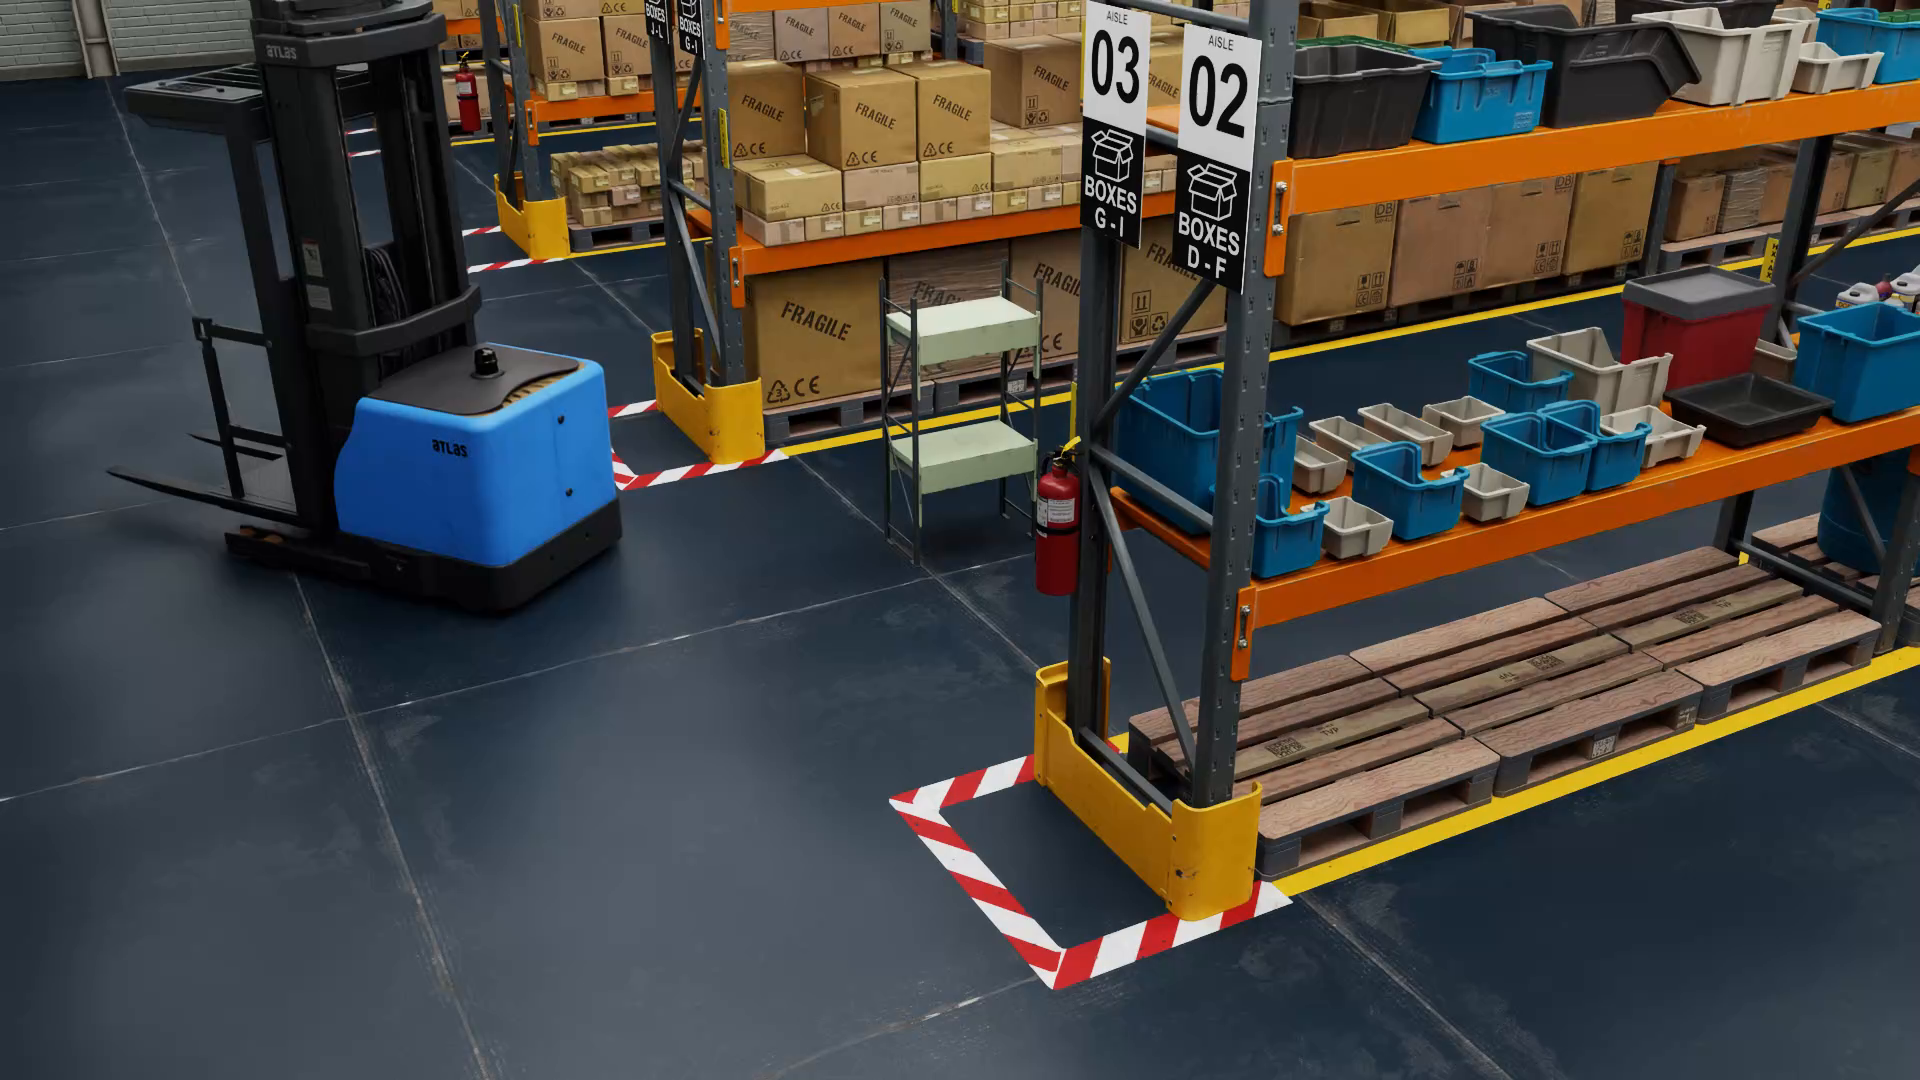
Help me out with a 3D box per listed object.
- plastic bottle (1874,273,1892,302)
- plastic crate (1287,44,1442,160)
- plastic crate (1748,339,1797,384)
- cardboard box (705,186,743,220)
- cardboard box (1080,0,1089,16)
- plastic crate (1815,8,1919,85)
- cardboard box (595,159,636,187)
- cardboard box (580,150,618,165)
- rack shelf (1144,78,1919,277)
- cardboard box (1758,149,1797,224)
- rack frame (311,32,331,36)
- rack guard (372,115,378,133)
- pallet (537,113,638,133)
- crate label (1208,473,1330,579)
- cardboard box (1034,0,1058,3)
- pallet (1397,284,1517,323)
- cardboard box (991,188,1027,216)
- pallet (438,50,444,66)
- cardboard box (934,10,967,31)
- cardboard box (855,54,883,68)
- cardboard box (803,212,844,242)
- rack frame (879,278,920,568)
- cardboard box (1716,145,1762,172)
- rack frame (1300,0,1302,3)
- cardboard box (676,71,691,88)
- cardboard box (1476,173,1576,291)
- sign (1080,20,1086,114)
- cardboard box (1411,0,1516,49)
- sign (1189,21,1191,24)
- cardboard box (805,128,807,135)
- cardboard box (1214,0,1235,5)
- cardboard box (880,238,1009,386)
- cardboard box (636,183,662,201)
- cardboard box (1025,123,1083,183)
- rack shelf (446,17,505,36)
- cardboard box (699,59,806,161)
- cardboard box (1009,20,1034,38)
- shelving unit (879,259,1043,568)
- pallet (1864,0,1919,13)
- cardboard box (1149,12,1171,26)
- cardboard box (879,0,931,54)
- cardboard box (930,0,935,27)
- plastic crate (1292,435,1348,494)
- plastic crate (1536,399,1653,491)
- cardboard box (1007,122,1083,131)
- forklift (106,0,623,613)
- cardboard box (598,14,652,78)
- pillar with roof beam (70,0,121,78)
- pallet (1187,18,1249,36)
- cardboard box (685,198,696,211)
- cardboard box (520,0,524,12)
[{"bbox_3d":[4.643,-1.204,8.427,0.133,0.283,0.061,-13,29,-25],"label":"plastic bottle"},{"bbox_3d":[1.206,-1.439,5.467,0.590,0.269,0.497,-13,29,-25],"label":"plastic crate"},{"bbox_3d":[3.787,-0.856,7.804,0.243,0.136,0.396,-13,29,-25],"label":"plastic crate"},{"bbox_3d":[-1.436,-2.150,10.554,0.250,0.149,0.380,-12,28,-24],"label":"cardboard box"},{"bbox_3d":[1.174,-5.125,15.920,0.250,0.149,0.380,-12,28,-23],"label":"cardboard box"},{"bbox_3d":[3.611,-1.958,6.590,0.300,0.233,0.416,-13,29,-25],"label":"plastic crate"},{"bbox_3d":[-3.032,-3.232,14.636,0.250,0.149,0.380,-12,28,-24],"label":"cardboard box"},{"bbox_3d":[-3.244,-3.386,14.959,0.250,0.149,0.380,-12,28,-24],"label":"cardboard box"},{"bbox_3d":[2.500,-1.609,6.501,4.000,0.370,1.077,-13,29,-25],"label":"rack shelf"},{"bbox_3d":[7.025,-3.146,14.717,0.500,0.500,0.700,-11,28,-21],"label":"cardboard box"},{"bbox_3d":[-8.598,-7.745,21.916,0.127,3.000,1.000,-13,29,-25],"label":"rack frame"},{"bbox_3d":[-6.280,-4.718,18.500,0.348,0.500,1.175,-13,29,-25],"label":"rack guard"},{"bbox_3d":[-4.515,-5.032,19.488,1.213,0.211,1.003,-13,29,-25],"label":"pallet"},{"bbox_3d":[1.108,-0.050,6.012,0.303,0.233,0.416,-13,29,-25],"label":"crate label"},{"bbox_3d":[0.724,-5.154,15.637,0.250,0.149,0.380,-13,28,-25],"label":"cardboard box"},{"bbox_3d":[3.657,-2.059,13.295,1.213,0.211,1.003,-13,29,-25],"label":"pallet"},{"bbox_3d":[0.229,-2.212,10.682,0.250,0.149,0.380,-14,29,-26],"label":"cardboard box"},{"bbox_3d":[-7.828,-6.666,22.890,1.213,0.211,1.003,-13,29,-25],"label":"pallet"},{"bbox_3d":[-0.054,-5.027,16.061,0.250,0.149,0.380,-14,29,-26],"label":"cardboard box"},{"bbox_3d":[-0.893,-4.408,15.256,0.250,0.149,0.380,-12,28,-23],"label":"cardboard box"},{"bbox_3d":[-0.901,-1.951,10.139,0.250,0.149,0.380,-13,29,-26],"label":"cardboard box"},{"bbox_3d":[-0.317,-0.603,8.773,0.023,1.500,0.400,-13,29,-25],"label":"rack frame"},{"bbox_3d":[6.504,-3.364,14.304,0.500,0.250,0.500,-10,27,-19],"label":"cardboard box"},{"bbox_3d":[3.218,-5.610,17.468,0.127,3.000,1.000,-13,29,-25],"label":"rack frame"},{"bbox_3d":[-2.518,-4.061,14.532,0.250,0.149,0.380,-13,29,-26],"label":"cardboard box"},{"bbox_3d":[4.054,-2.615,13.201,0.875,0.875,1.225,-13,29,-25],"label":"cardboard box"},{"bbox_3d":[0.462,-1.686,5.951,0.005,0.325,0.100,-13,29,-25],"label":"sign"},{"bbox_3d":[3.646,-3.779,12.380,0.637,0.503,0.797,-12,28,-23],"label":"cardboard box"},{"bbox_3d":[1.670,-3.572,11.977,0.005,0.325,0.100,-13,29,-25],"label":"sign"},{"bbox_3d":[-1.403,-3.811,15.842,0.250,0.149,0.380,-14,29,-26],"label":"cardboard box"},{"bbox_3d":[2.531,-5.436,16.567,0.250,0.149,0.380,-12,28,-24],"label":"cardboard box"},{"bbox_3d":[-0.266,-1.643,11.176,0.875,0.875,0.875,-13,29,-25],"label":"cardboard box"},{"bbox_3d":[-2.815,-3.145,14.800,0.250,0.149,0.380,-13,28,-24],"label":"cardboard box"},{"bbox_3d":[0.762,-2.546,10.917,0.500,0.250,0.500,-12,28,-24],"label":"cardboard box"},{"bbox_3d":[-4.494,-5.933,18.973,4.000,0.370,1.077,-13,29,-25],"label":"rack shelf"},{"bbox_3d":[-1.289,-2.670,10.308,0.500,0.500,0.500,-13,28,-24],"label":"cardboard box"},{"bbox_3d":[0.495,-4.834,15.658,0.250,0.149,0.380,-13,28,-24],"label":"cardboard box"},{"bbox_3d":[0.006,-0.677,8.928,0.755,1.500,0.431,-13,29,-25],"label":"shelving unit"},{"bbox_3d":[4.910,-2.453,7.645,1.003,0.211,1.213,-13,29,-25],"label":"pallet"},{"bbox_3d":[1.865,-5.150,16.317,0.250,0.149,0.380,-12,28,-24],"label":"cardboard box"},{"bbox_3d":[-0.605,-4.768,15.255,0.500,0.500,0.500,-13,29,-25],"label":"cardboard box"},{"bbox_3d":[-0.638,-6.422,21.130,0.875,0.875,0.875,-13,28,-24],"label":"cardboard box"},{"bbox_3d":[1.369,-0.317,6.680,0.243,0.136,0.396,-13,29,-25],"label":"plastic crate"},{"bbox_3d":[2.534,-0.379,6.698,0.300,0.233,0.416,-13,29,-25],"label":"plastic crate"},{"bbox_3d":[0.500,-2.744,11.329,0.500,0.250,0.500,-12,28,-24],"label":"cardboard box"},{"bbox_3d":[-3.411,-1.374,8.724,3.031,2.935,1.130,12,28,23],"label":"forklift"},{"bbox_3d":[-2.854,-4.264,14.206,0.500,0.500,0.500,-13,29,-25],"label":"cardboard box"},{"bbox_3d":[-9.375,-8.600,16.766,0.400,9.000,9.100,-13,29,-25],"label":"pillar with roof beam"},{"bbox_3d":[2.640,-5.337,17.122,1.003,0.211,1.213,-13,29,-25],"label":"pallet"},{"bbox_3d":[-2.542,-3.017,14.876,0.250,0.149,0.380,-13,28,-24],"label":"cardboard box"},{"bbox_3d":[-3.554,-4.798,14.164,0.500,0.500,0.500,-14,29,-26],"label":"cardboard box"}]
